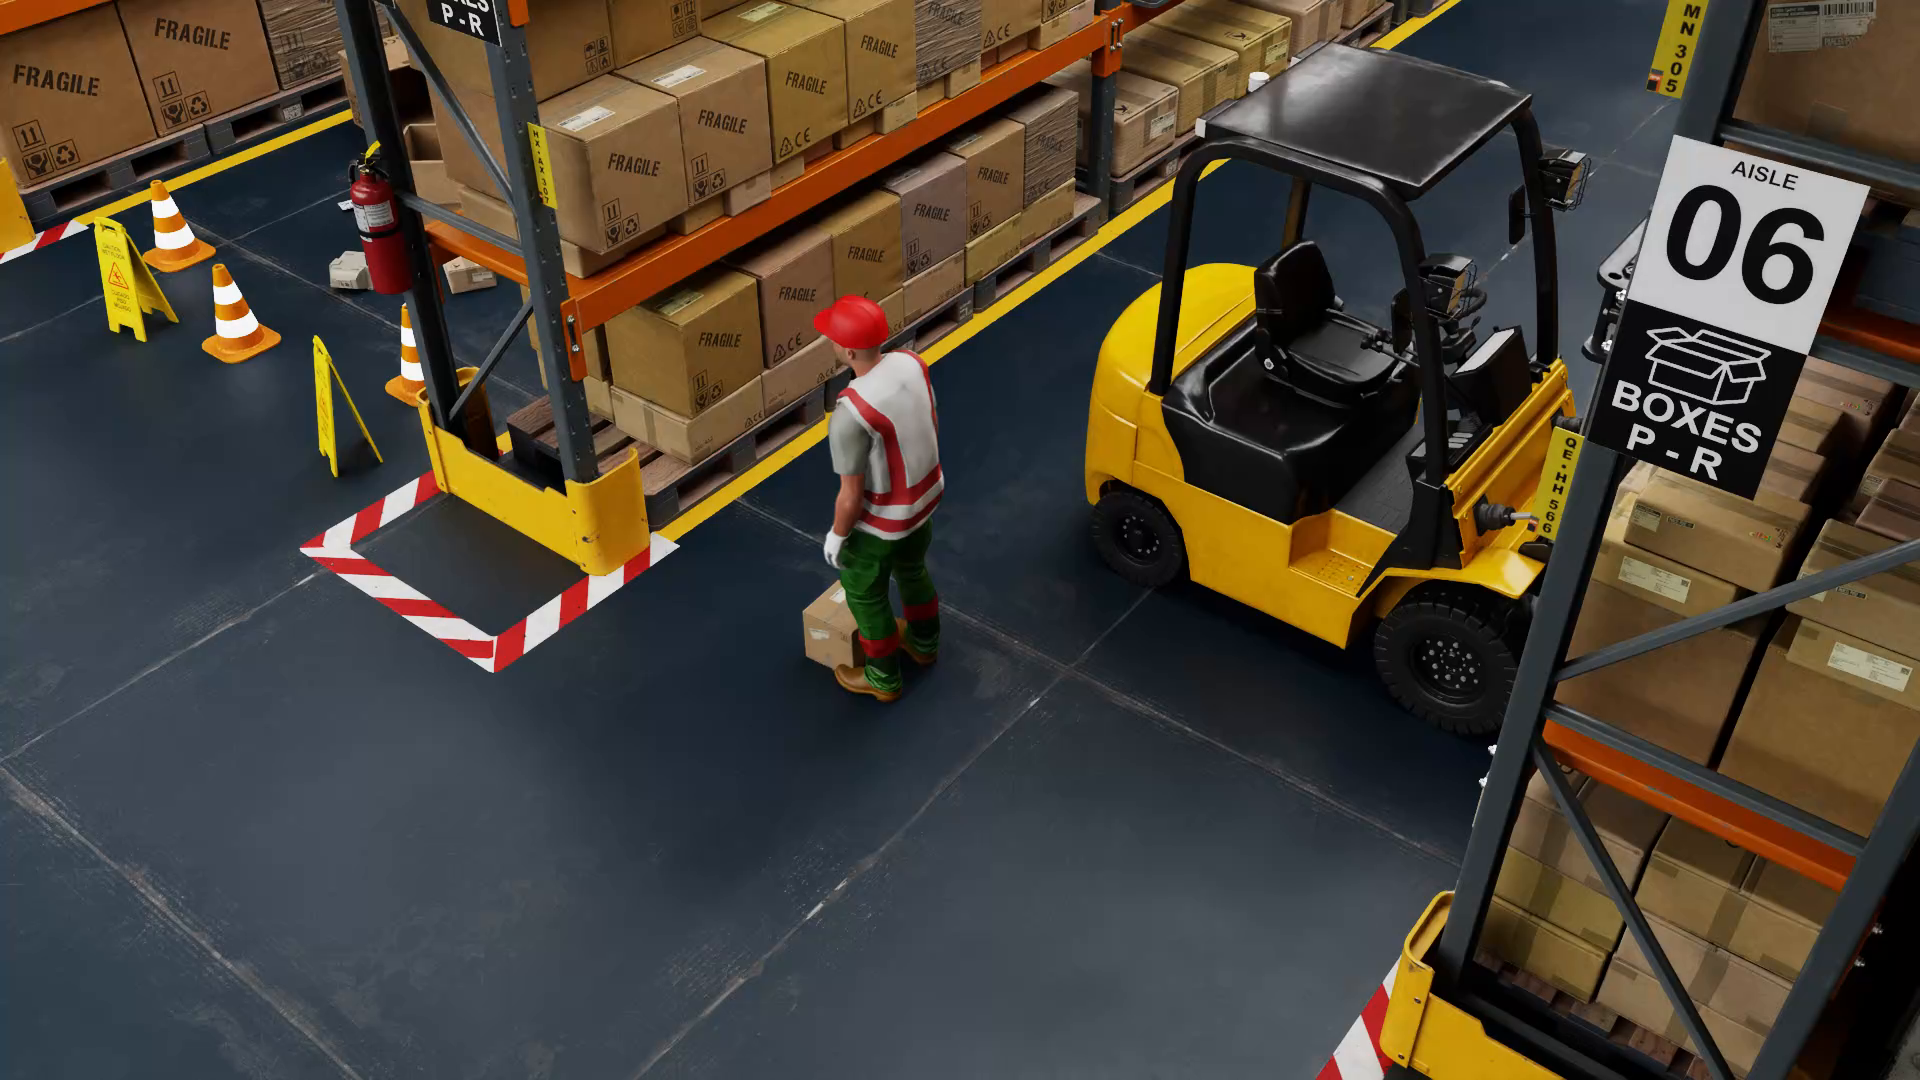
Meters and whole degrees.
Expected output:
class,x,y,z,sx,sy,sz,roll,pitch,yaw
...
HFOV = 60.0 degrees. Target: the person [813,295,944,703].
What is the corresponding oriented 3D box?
class,x,y,z,sx,sy,sz,roll,pitch,yaw
person,-0.303,-0.135,6.311,0.448,1.780,0.620,23,44,26
